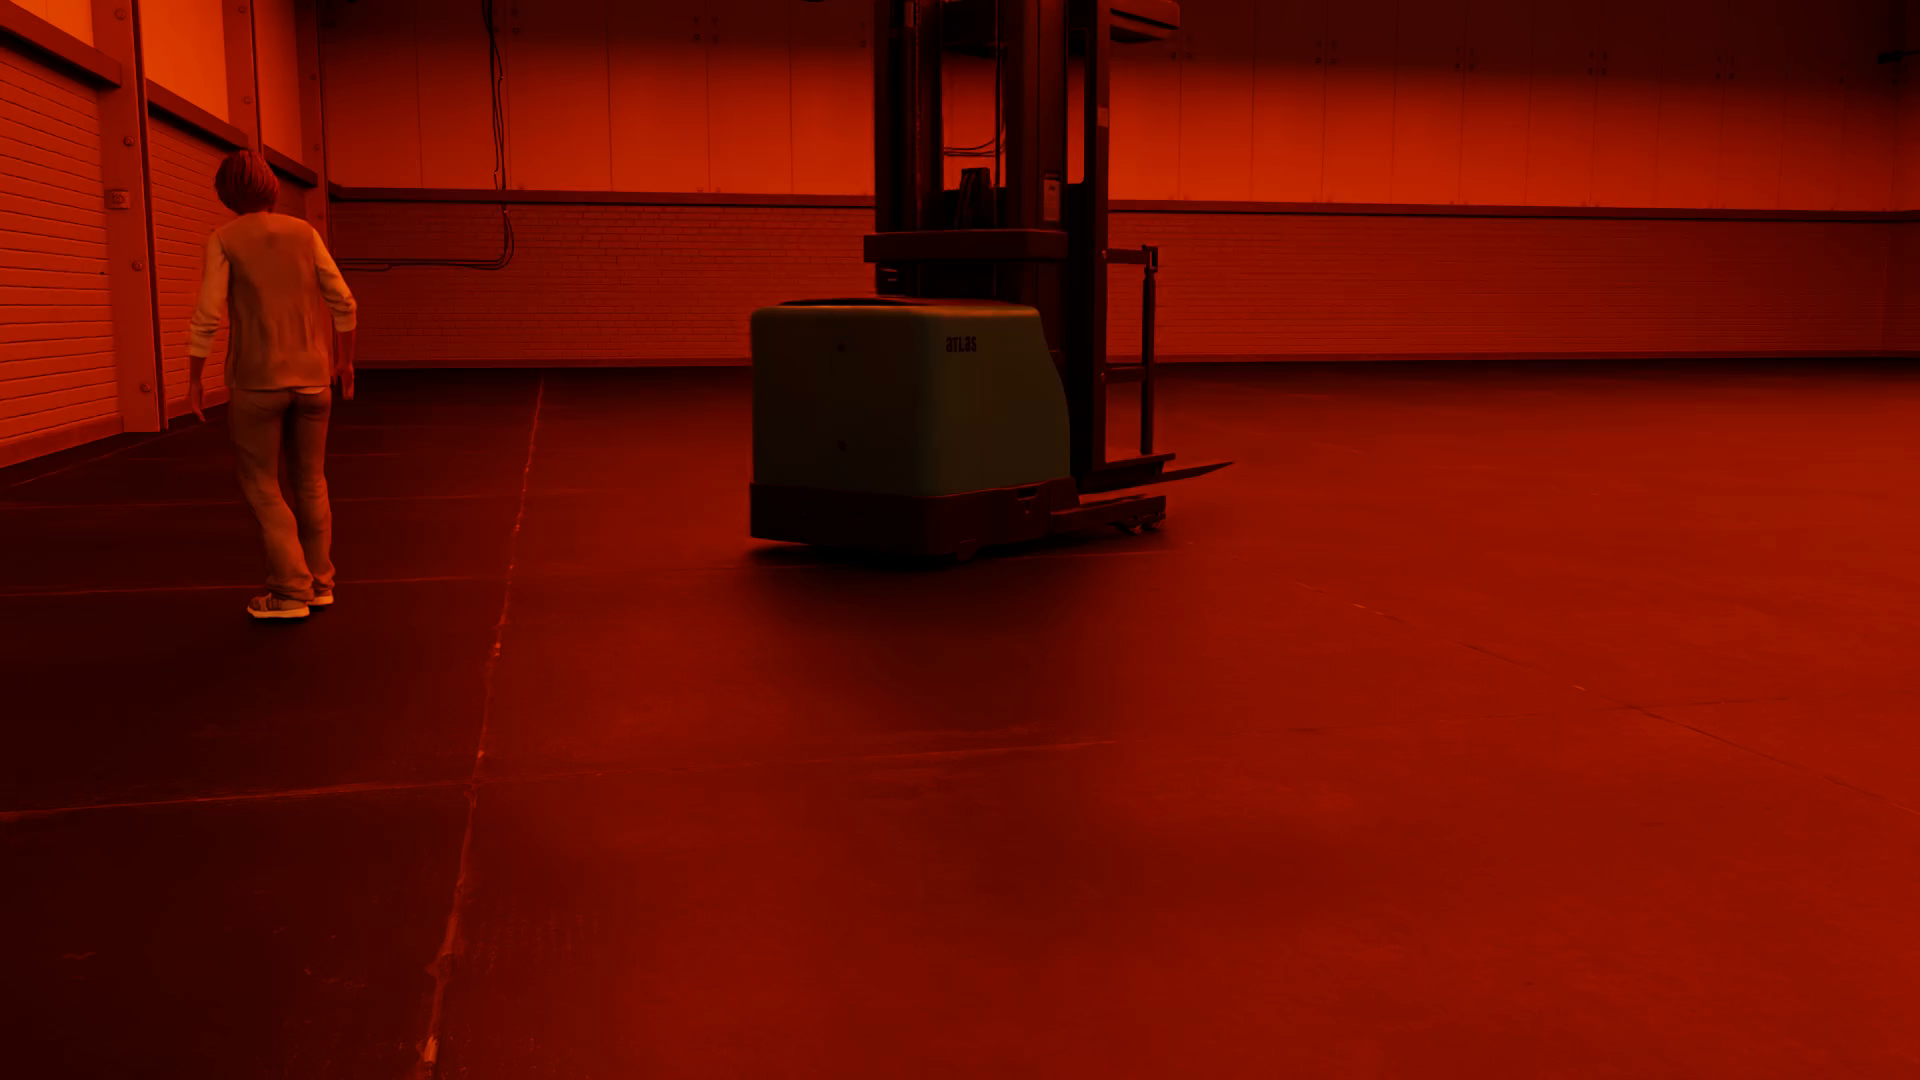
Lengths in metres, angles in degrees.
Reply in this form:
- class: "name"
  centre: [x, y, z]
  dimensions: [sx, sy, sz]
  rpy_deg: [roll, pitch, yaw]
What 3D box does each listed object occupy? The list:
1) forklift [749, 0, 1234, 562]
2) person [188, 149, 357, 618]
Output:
- class: "forklift"
  centre: [0.352, -1.523, 8.011]
  dimensions: [1.130, 2.935, 3.031]
  rpy_deg: [6, 10, 36]
- class: "person"
  centre: [-2.393, -0.529, 5.748]
  dimensions: [0.449, 1.596, 0.590]
  rpy_deg: [7, 11, 41]
